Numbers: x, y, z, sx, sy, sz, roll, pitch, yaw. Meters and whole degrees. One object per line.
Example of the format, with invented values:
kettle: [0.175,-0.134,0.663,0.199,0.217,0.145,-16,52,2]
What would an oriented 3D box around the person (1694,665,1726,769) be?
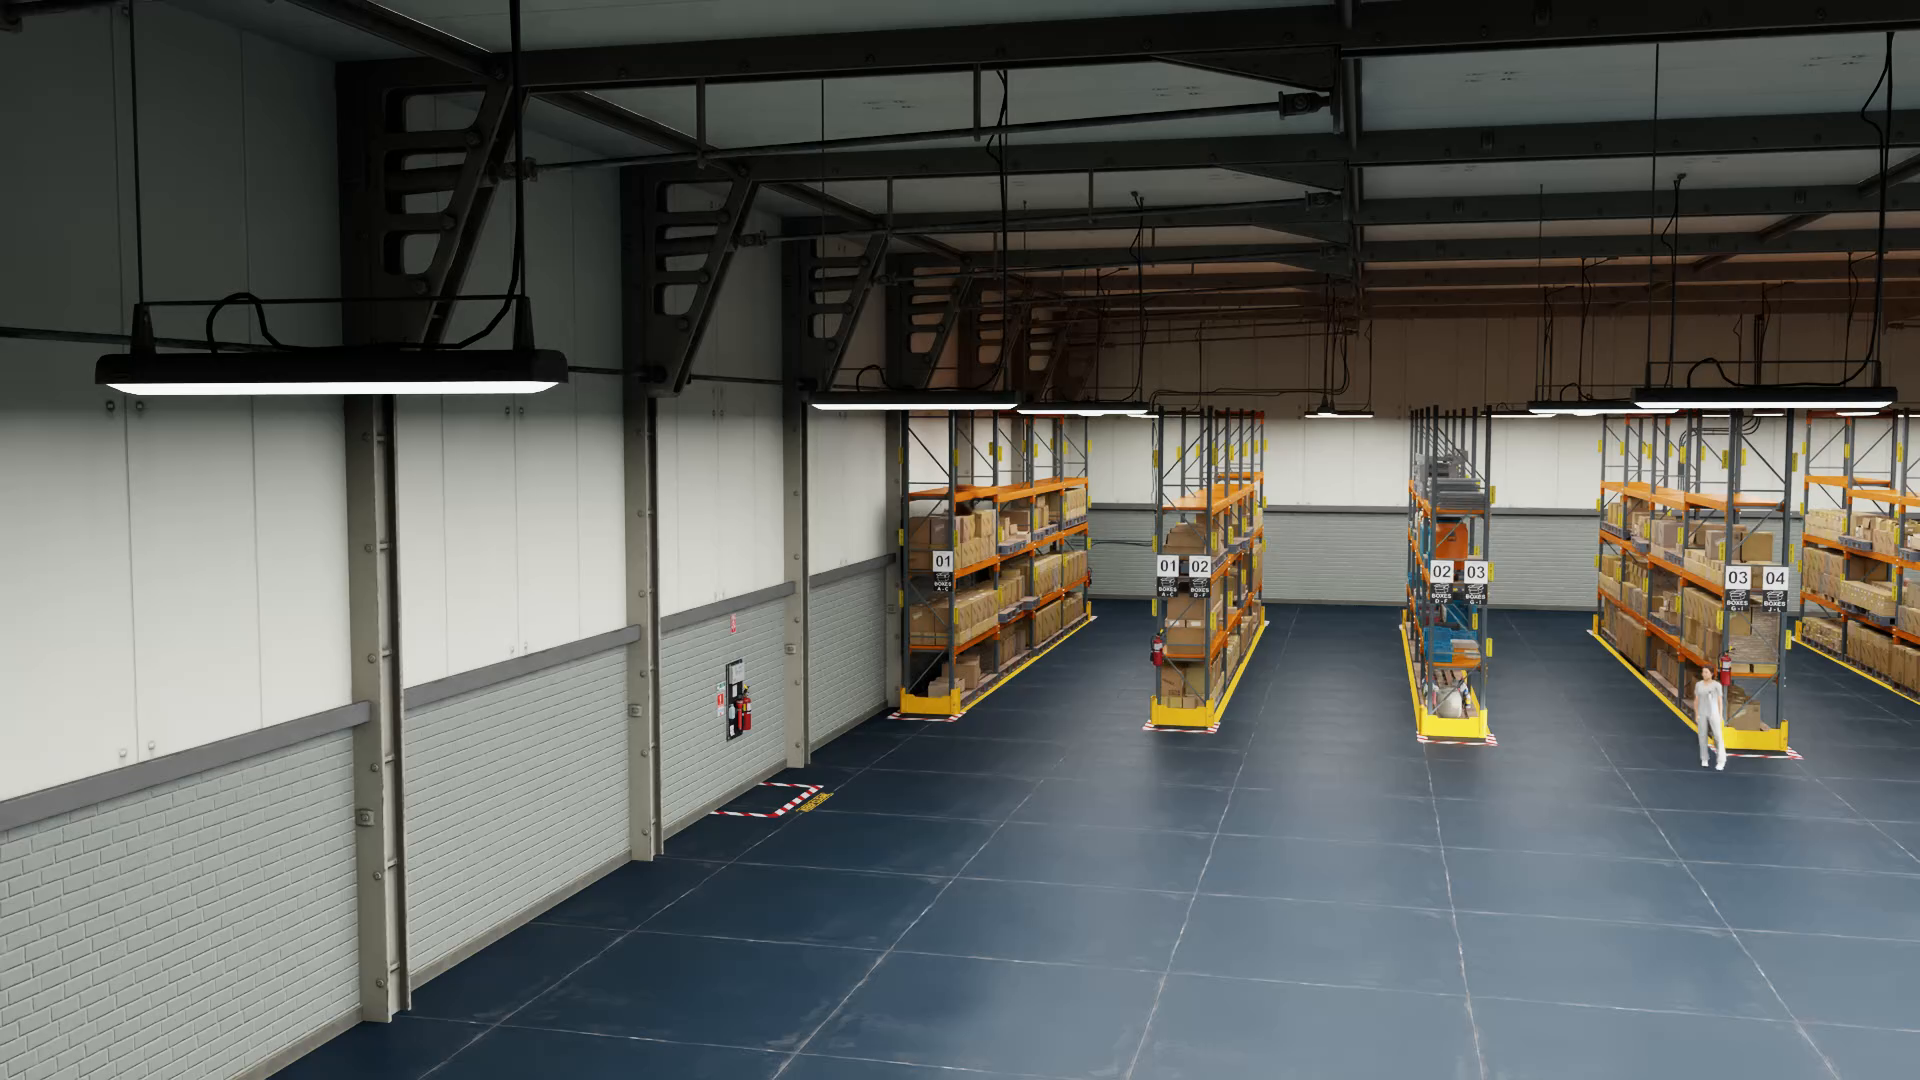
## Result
person: [12.409,2.912,27.527,0.553,1.677,0.446,4,6,43]

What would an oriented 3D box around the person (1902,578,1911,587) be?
person: [23.723,1.836,41.881,0.645,1.773,0.607,2,5,27]
